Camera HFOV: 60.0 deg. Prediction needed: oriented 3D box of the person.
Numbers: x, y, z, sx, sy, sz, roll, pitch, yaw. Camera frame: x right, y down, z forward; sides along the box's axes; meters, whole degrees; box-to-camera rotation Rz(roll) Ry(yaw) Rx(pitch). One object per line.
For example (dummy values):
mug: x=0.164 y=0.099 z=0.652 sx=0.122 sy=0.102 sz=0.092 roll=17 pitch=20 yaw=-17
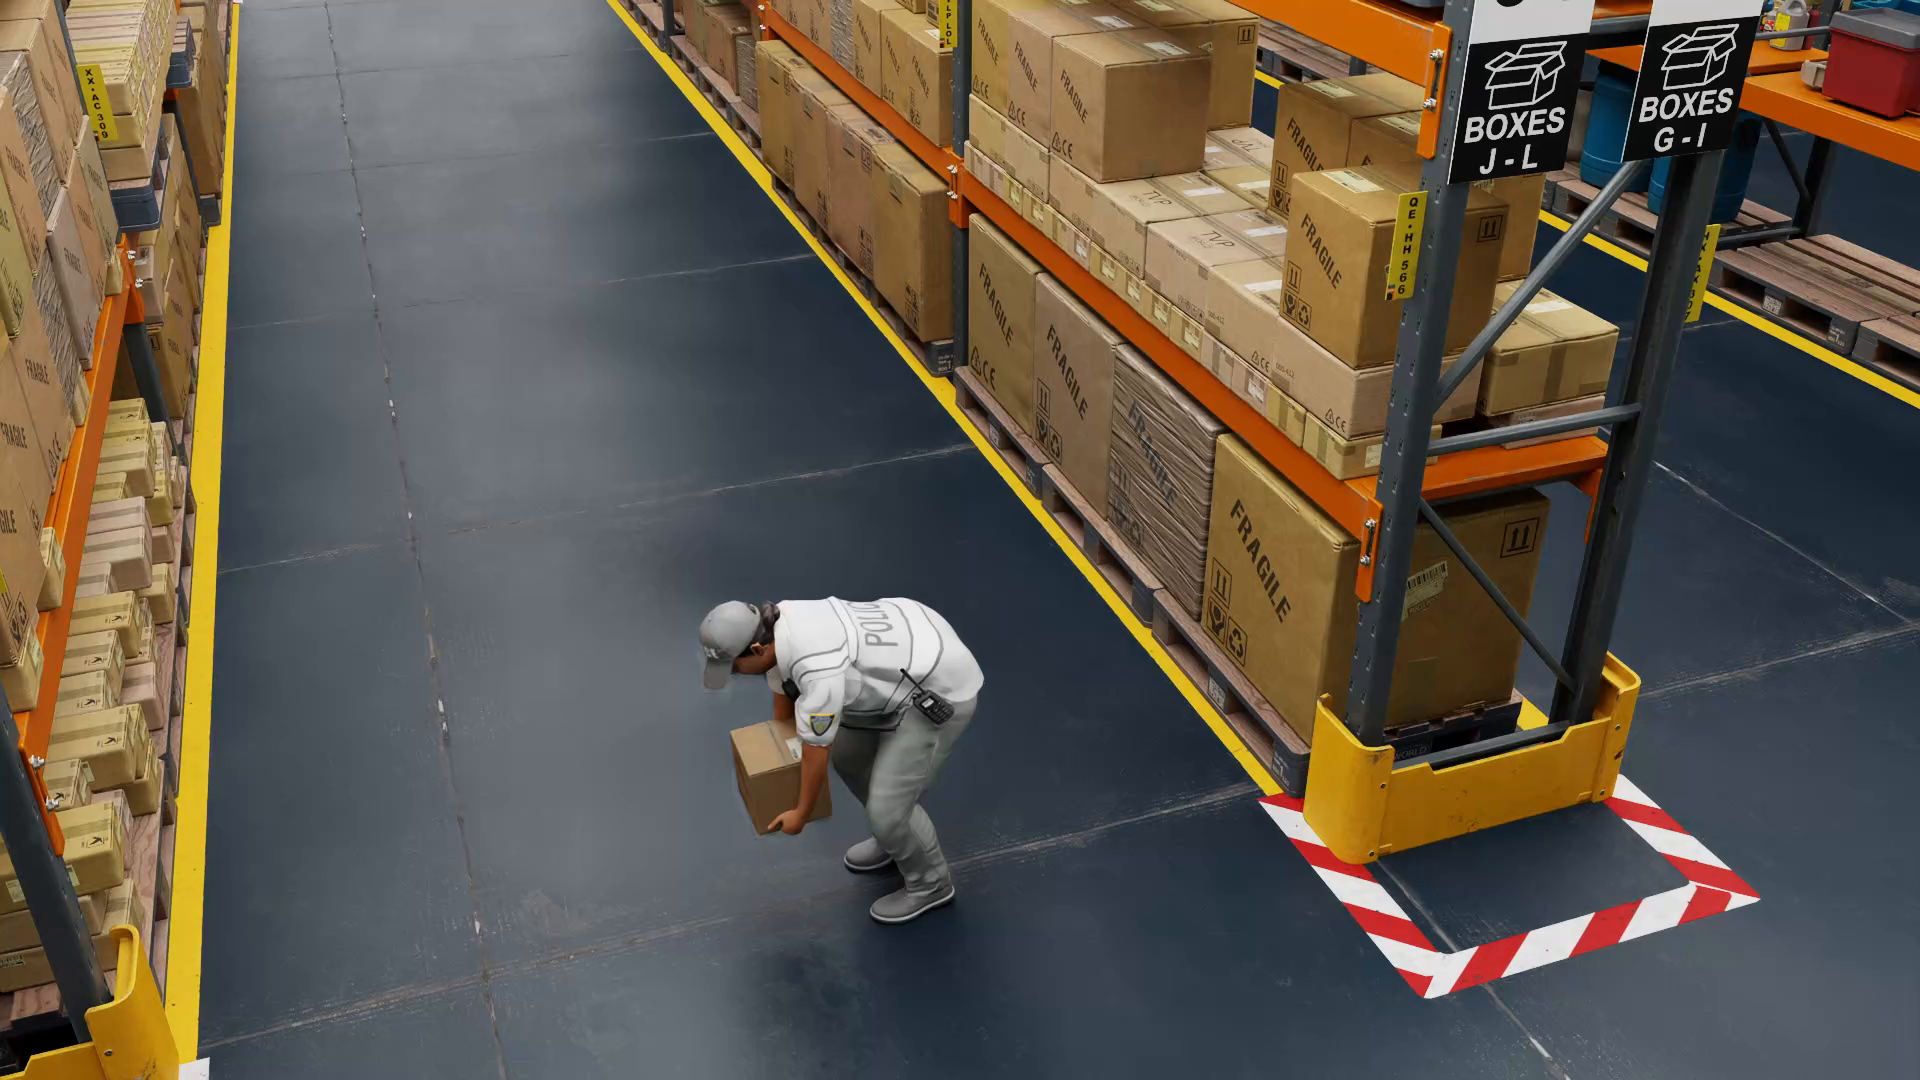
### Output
person: x=-0.372 y=0.669 z=5.382 sx=0.892 sy=1.258 sz=0.474 roll=-12 pitch=32 yaw=-19
